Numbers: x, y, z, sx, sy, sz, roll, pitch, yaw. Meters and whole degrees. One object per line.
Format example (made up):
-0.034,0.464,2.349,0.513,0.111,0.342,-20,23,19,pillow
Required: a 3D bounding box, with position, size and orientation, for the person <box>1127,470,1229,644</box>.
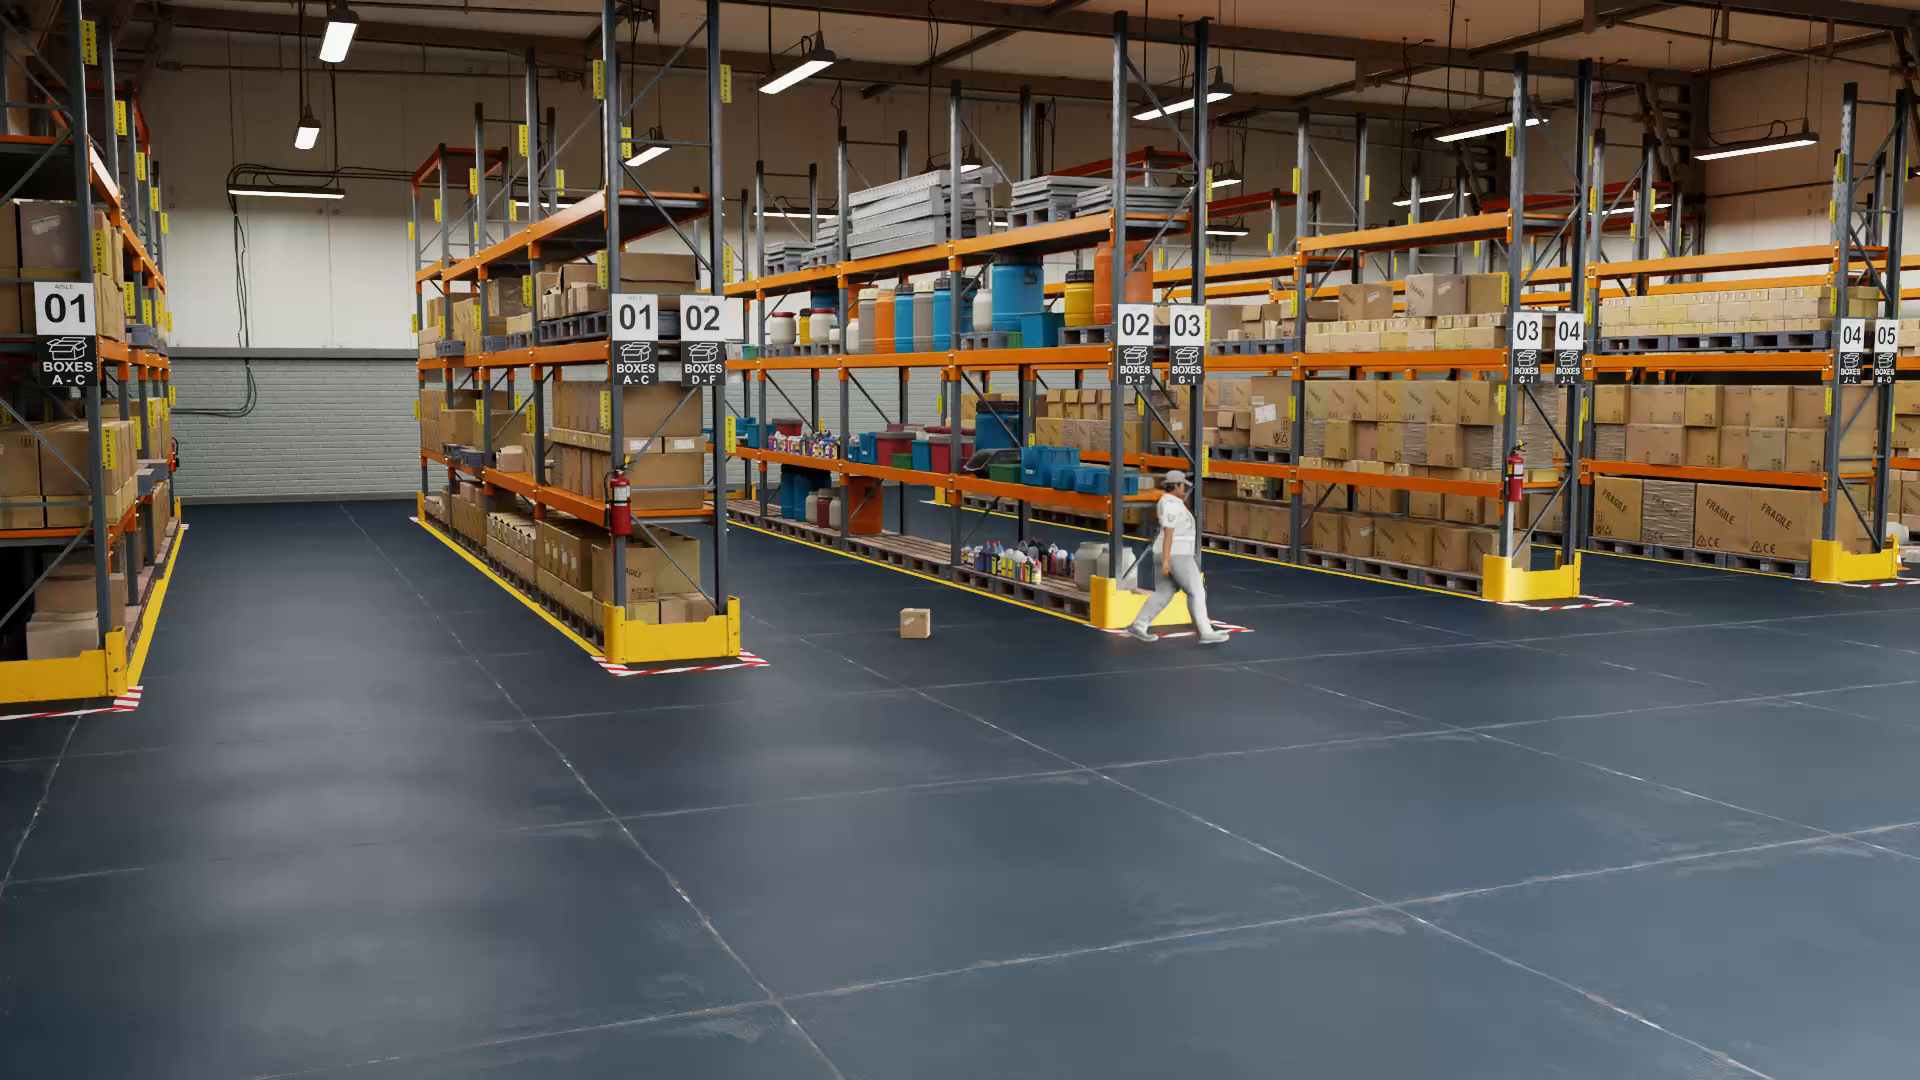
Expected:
2.026,0.157,15.420,0.945,1.609,0.556,-1,6,-7,person
